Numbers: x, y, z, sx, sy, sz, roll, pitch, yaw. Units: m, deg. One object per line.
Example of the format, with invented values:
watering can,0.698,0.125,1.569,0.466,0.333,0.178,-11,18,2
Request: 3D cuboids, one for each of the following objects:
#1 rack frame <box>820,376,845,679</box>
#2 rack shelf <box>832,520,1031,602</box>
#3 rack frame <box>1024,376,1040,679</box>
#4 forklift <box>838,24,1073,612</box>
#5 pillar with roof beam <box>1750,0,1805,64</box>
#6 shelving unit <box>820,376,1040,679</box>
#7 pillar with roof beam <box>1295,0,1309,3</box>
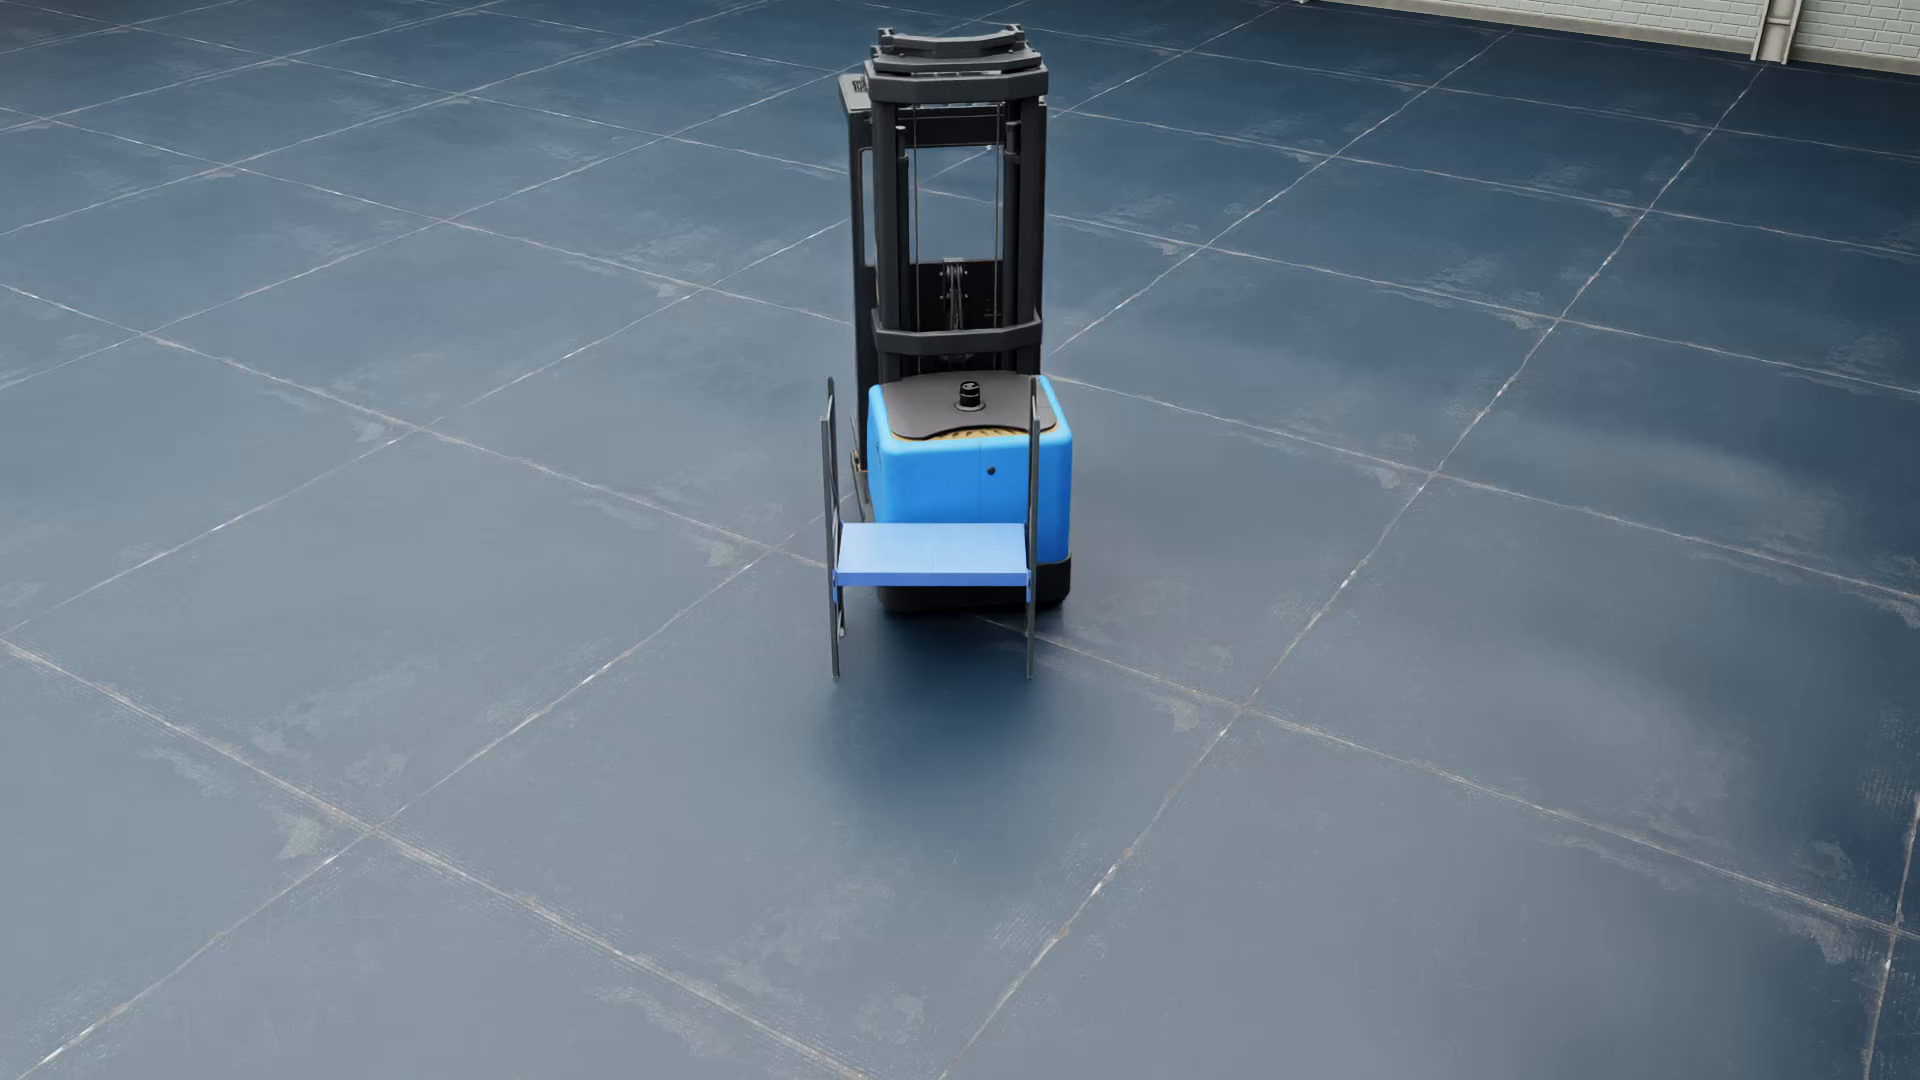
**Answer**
rack frame,-0.649,-0.049,8.519,0.032,1.500,0.500,0,30,0
rack shelf,-0.141,0.107,8.608,1.000,0.185,0.538,0,30,0
rack frame,0.368,-0.048,8.516,0.032,1.500,0.500,0,30,0
forklift,-0.105,-1.595,9.749,1.130,2.935,3.031,-4,31,-7
pillar with roof beam,7.297,-7.735,14.250,0.400,9.000,9.100,18,35,27
shelving unit,-0.141,-0.049,8.517,1.048,1.500,0.538,0,30,0
pillar with roof beam,2.215,-9.342,17.006,0.400,9.000,9.100,18,35,27
